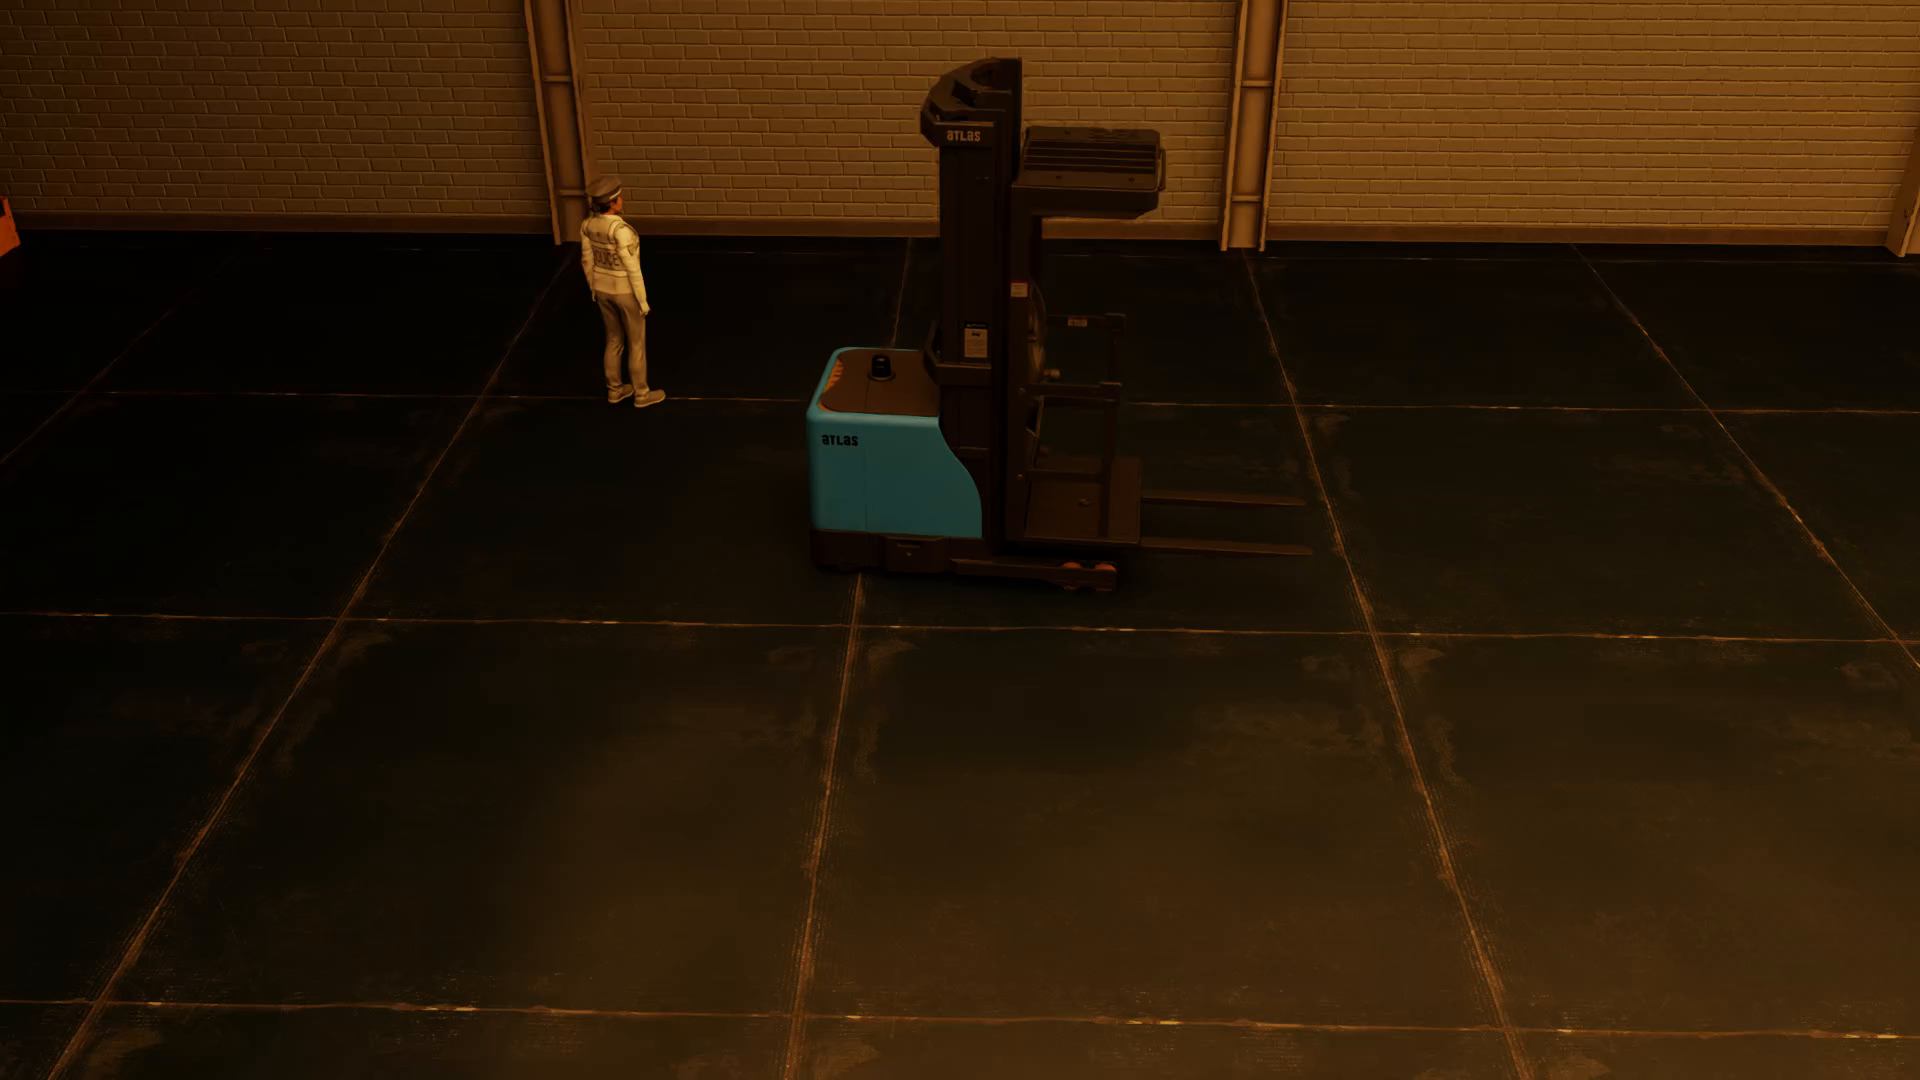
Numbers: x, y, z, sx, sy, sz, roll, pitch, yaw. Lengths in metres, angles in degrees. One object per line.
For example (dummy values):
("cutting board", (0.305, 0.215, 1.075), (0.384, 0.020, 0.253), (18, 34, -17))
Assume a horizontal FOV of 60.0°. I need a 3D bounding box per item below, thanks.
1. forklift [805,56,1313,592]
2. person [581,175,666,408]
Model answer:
("forklift", (0.635, -1.237, 9.712), (3.031, 2.935, 1.130), (3, 31, 5))
("person", (-2.413, -1.759, 11.830), (0.513, 1.687, 0.346), (17, 34, 26))
